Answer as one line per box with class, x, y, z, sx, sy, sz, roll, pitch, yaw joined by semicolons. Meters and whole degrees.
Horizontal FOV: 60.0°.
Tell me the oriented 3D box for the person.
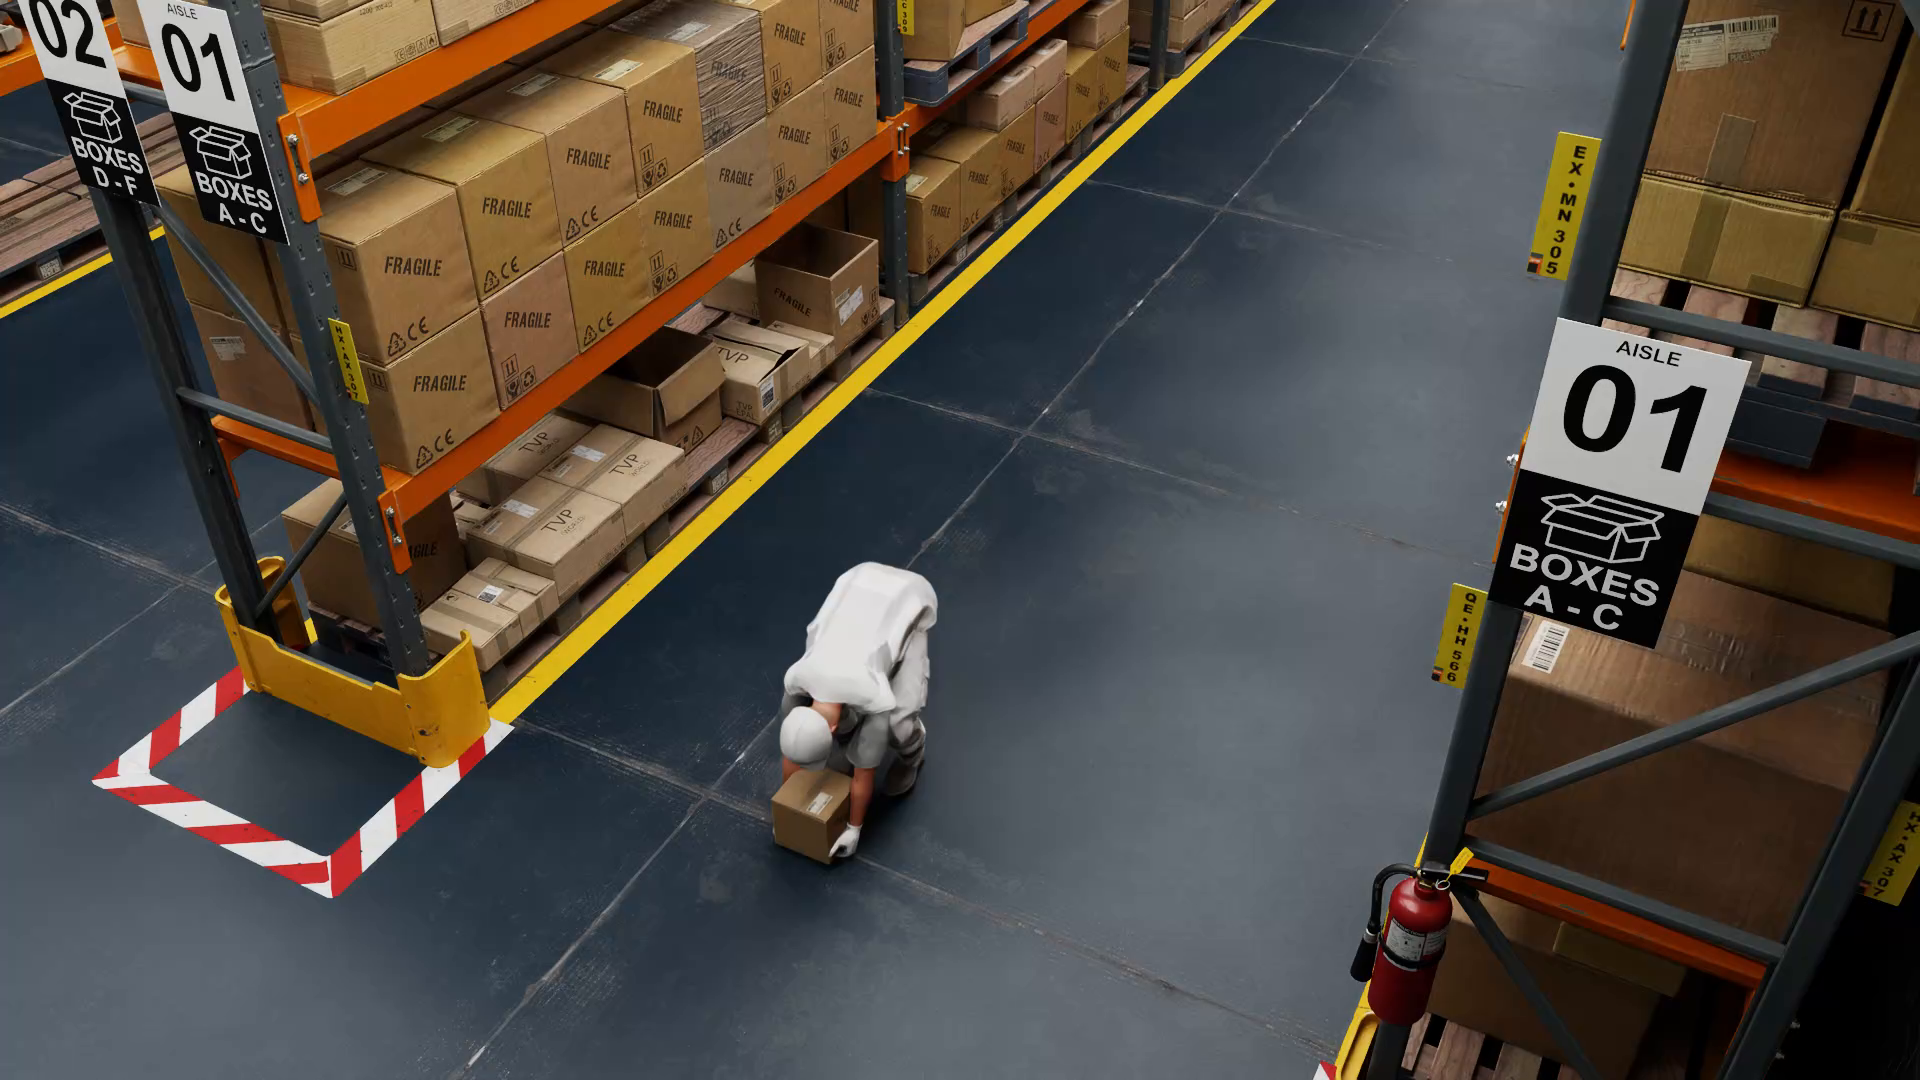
person;-0.411;0.662;6.562;0.529;0.941;0.949;16;40;19
